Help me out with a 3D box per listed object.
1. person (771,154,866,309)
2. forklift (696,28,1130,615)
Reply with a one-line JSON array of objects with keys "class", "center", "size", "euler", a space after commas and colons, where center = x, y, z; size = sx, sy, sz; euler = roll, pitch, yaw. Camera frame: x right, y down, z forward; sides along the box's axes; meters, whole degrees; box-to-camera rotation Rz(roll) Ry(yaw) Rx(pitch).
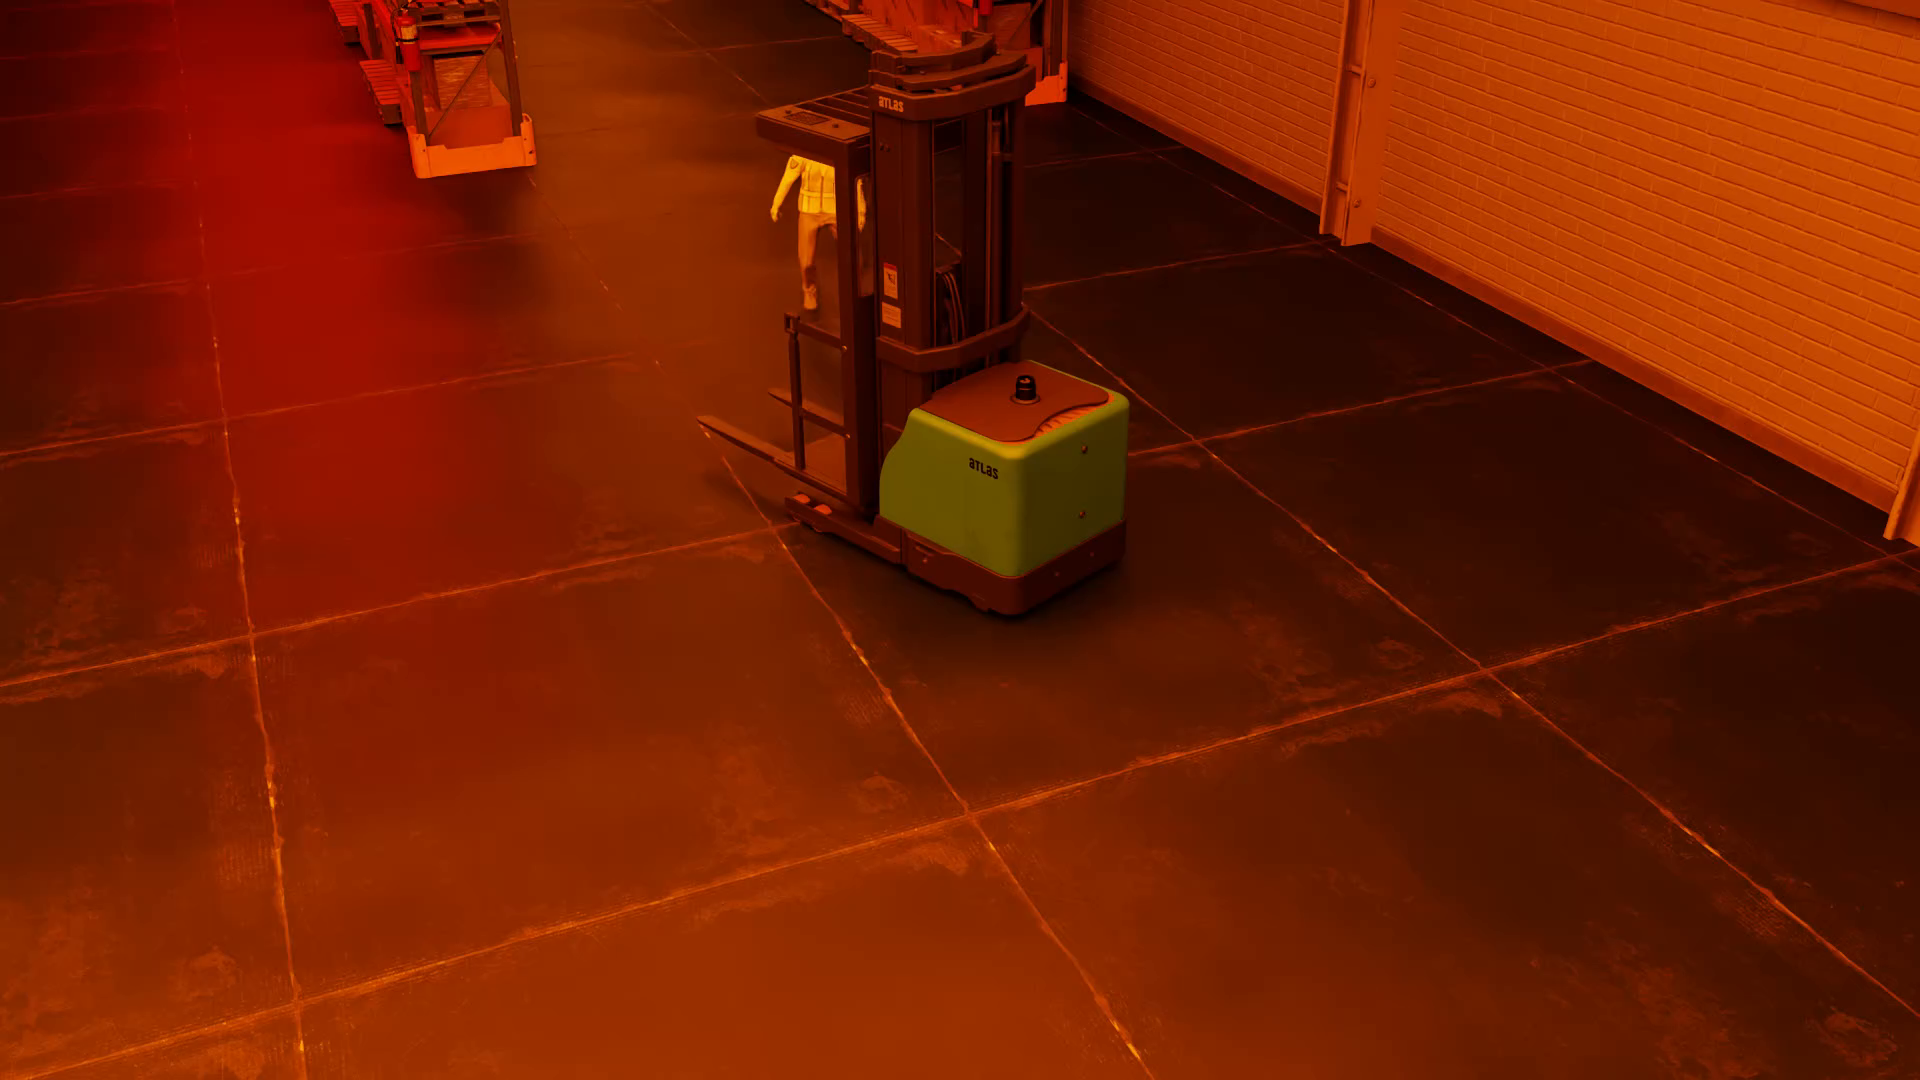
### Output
[{"class": "person", "center": [-1.068, -2.547, 12.964], "size": [0.812, 1.650, 0.441], "euler": [-1, 30, -1]}, {"class": "forklift", "center": [-0.436, -1.483, 9.714], "size": [3.031, 2.935, 1.130], "euler": [26, 39, 37]}]
